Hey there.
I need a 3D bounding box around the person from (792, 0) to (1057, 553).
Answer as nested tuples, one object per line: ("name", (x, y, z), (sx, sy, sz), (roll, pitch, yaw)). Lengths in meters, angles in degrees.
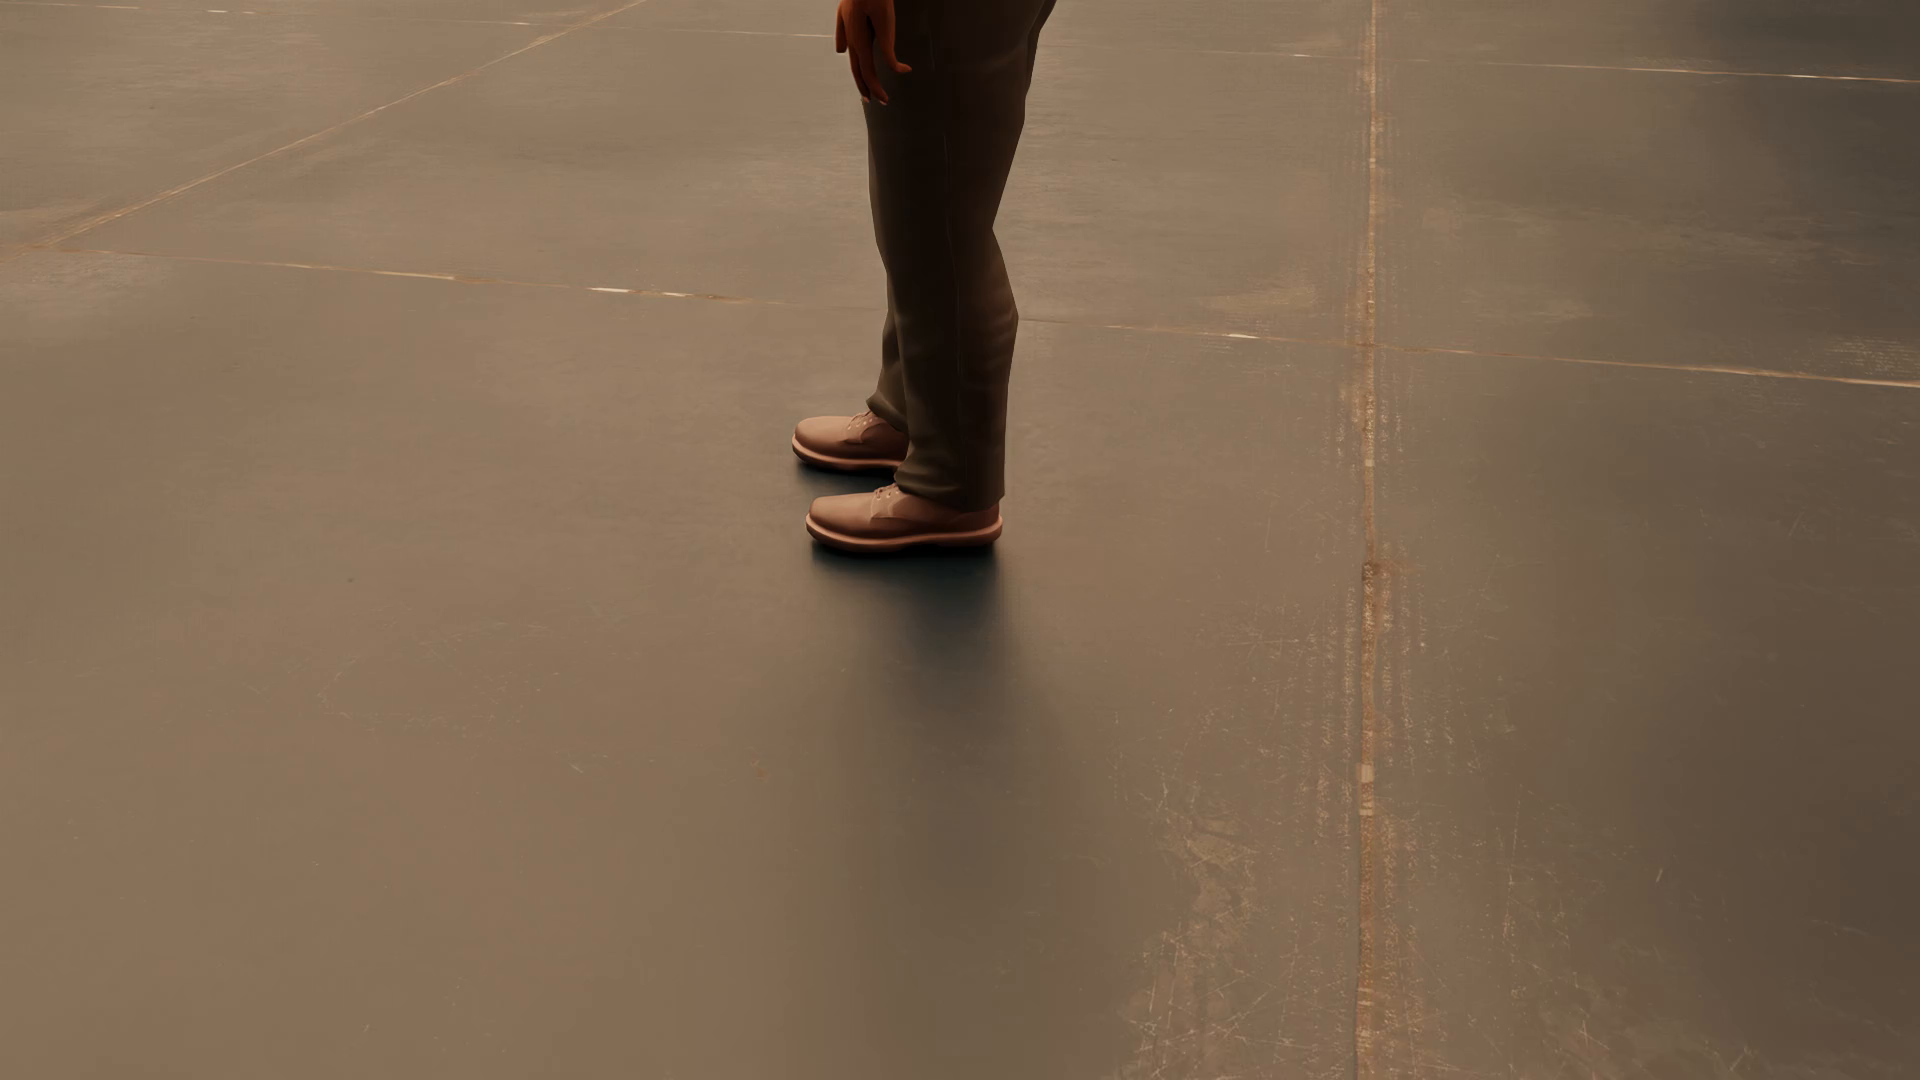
("person", (-0.081, -0.763, 2.159), (0.503, 1.656, 0.569), (6, 27, 11))
